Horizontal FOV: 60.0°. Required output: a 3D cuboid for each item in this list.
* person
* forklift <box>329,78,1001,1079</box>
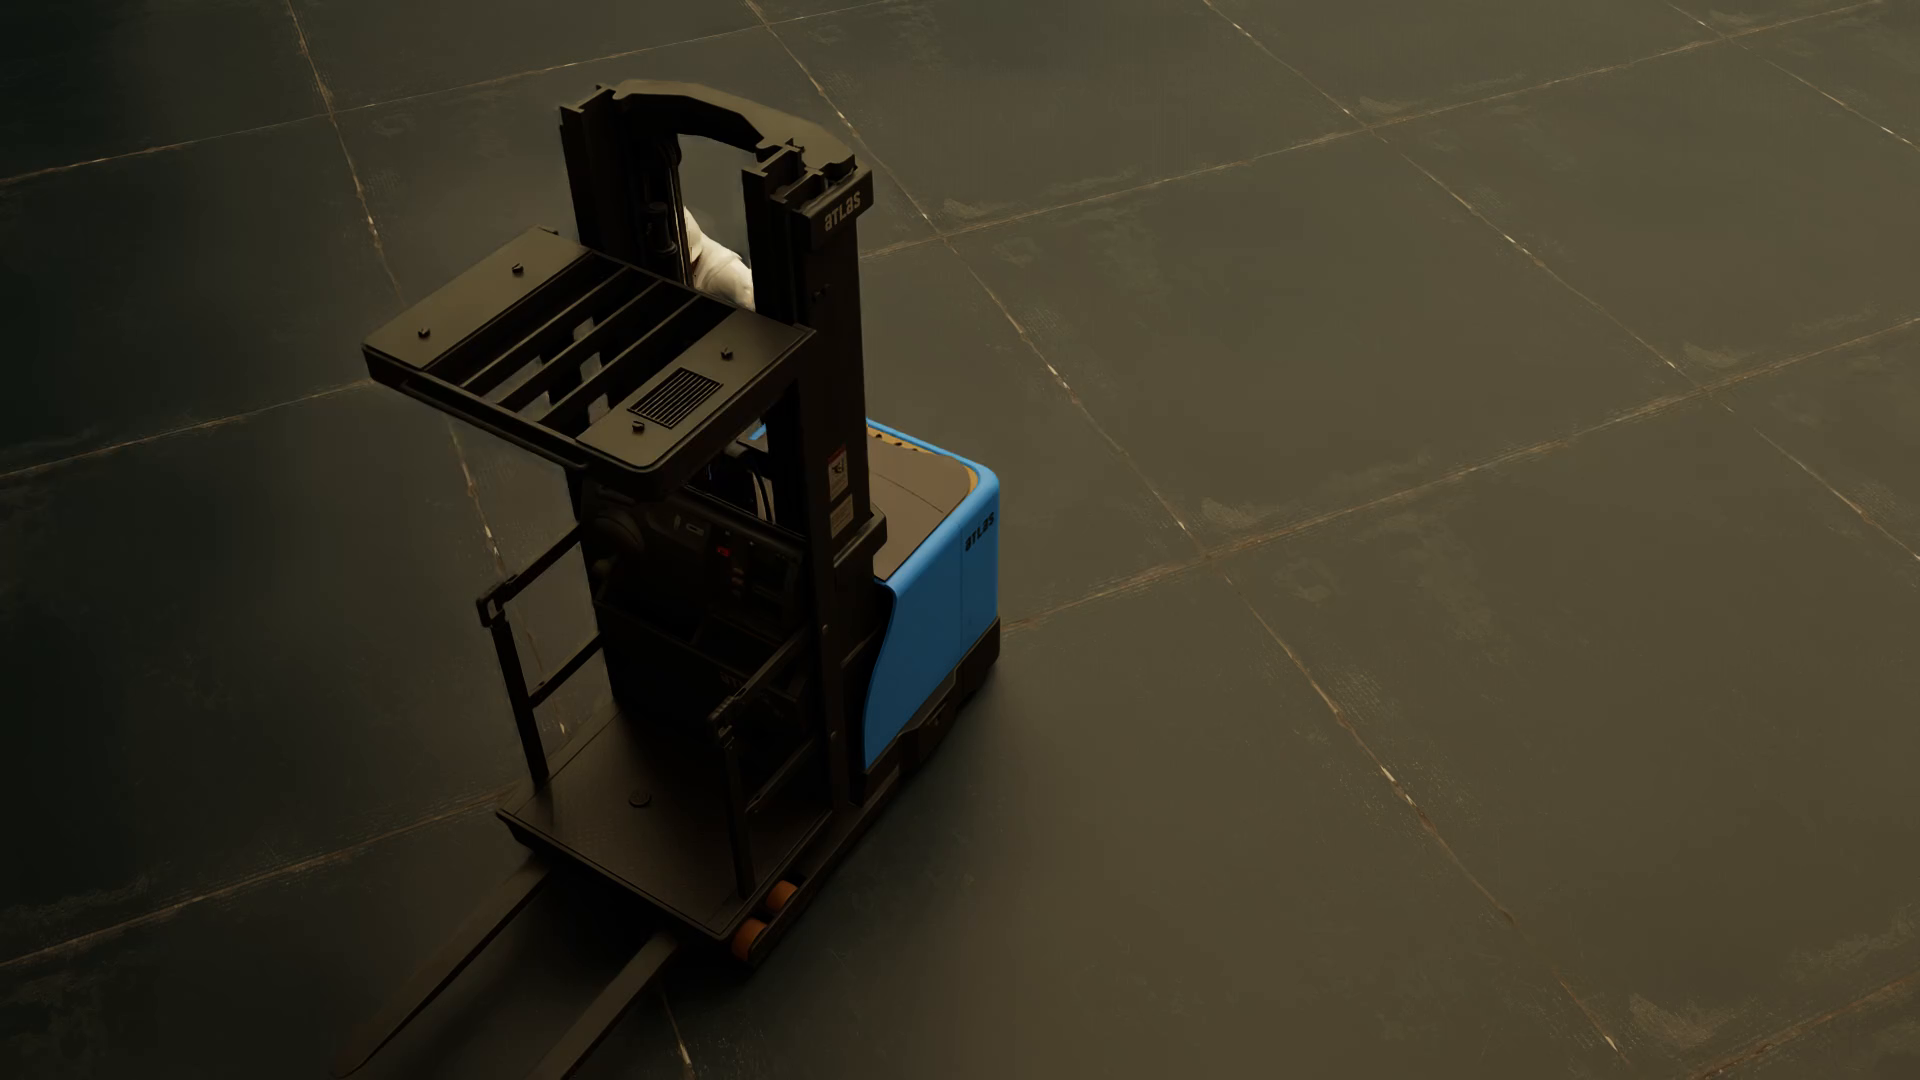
[{"bbox_3d":[-1.122,-0.967,7.741,0.644,1.555,0.872,-24,48,-23],"label":"person"},{"bbox_3d":[-1.038,0.121,5.550,1.130,2.935,3.031,23,48,23],"label":"forklift"}]
